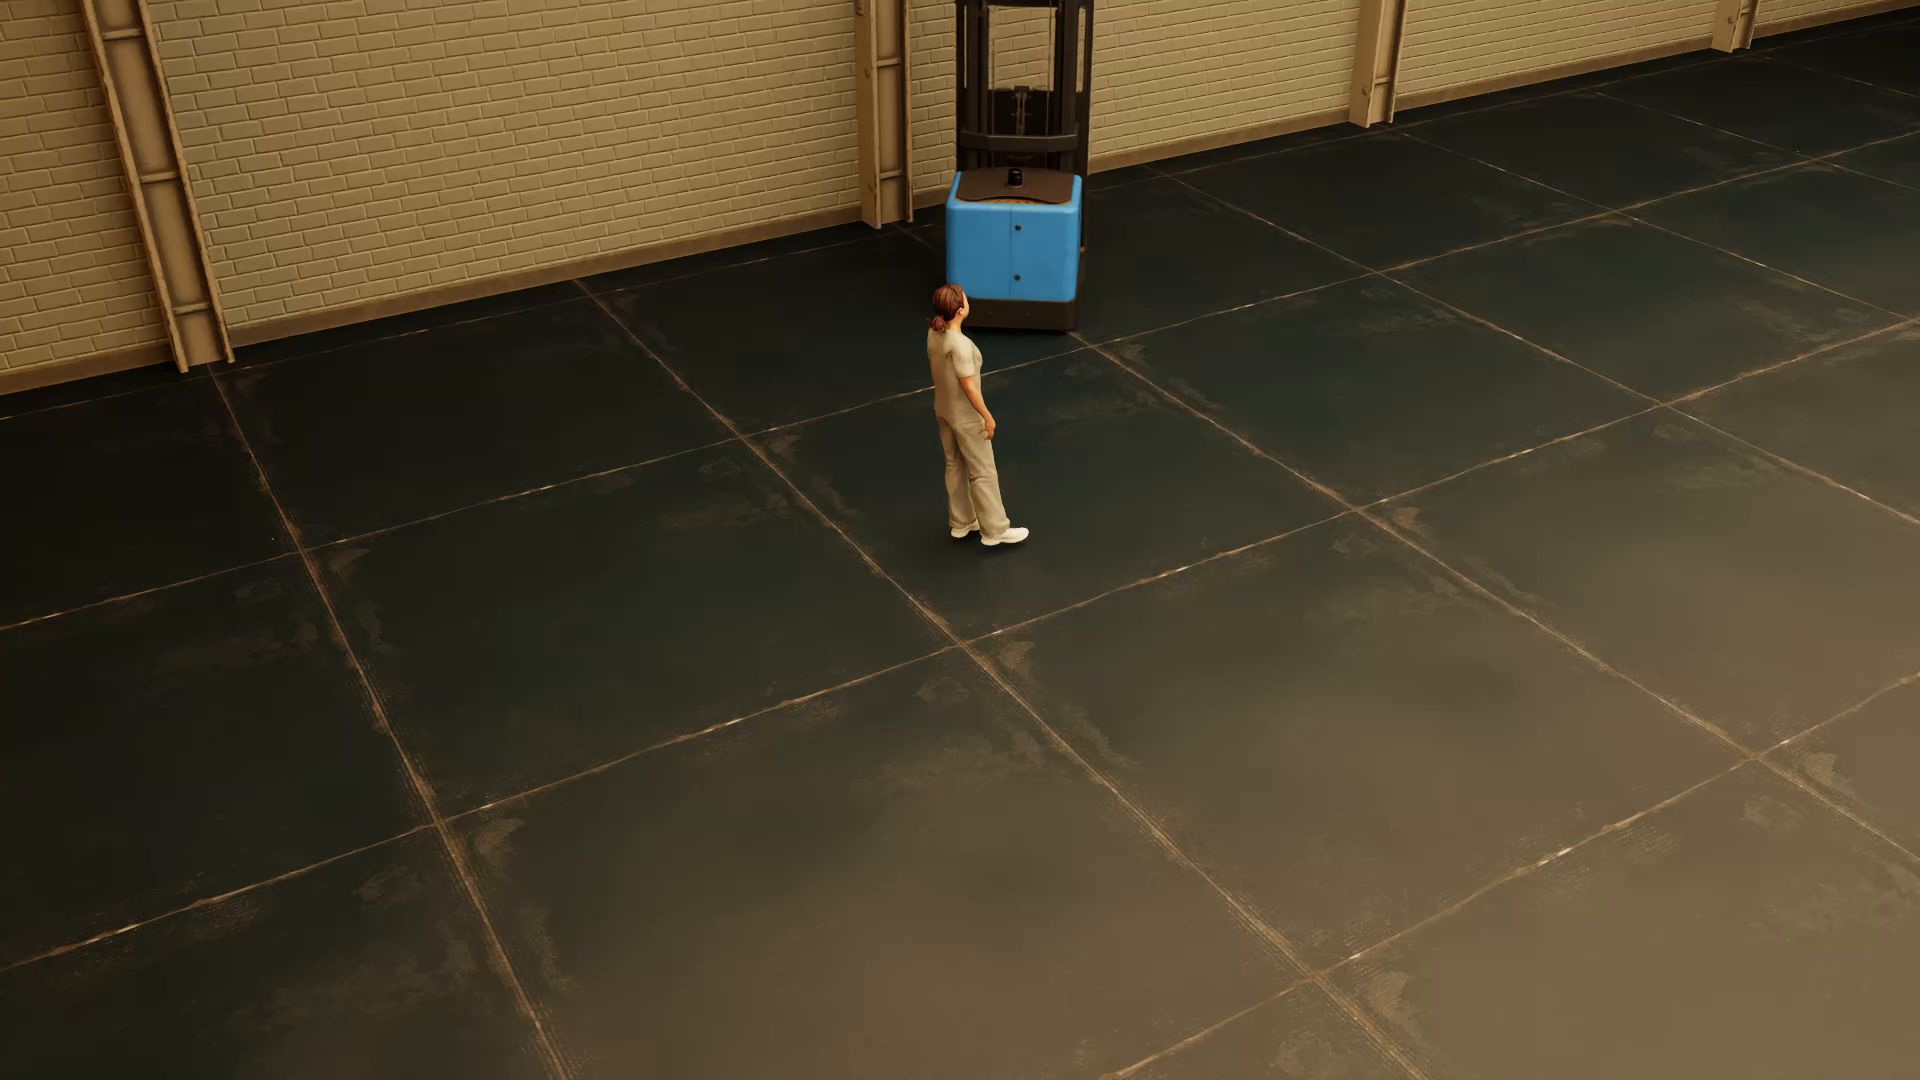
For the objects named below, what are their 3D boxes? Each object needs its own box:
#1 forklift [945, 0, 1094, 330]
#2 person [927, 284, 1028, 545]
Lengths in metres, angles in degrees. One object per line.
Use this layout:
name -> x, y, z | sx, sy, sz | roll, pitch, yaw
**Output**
forklift -> 0.538, -3.646, 13.735 | 1.130, 2.935, 3.031 | 3, 31, 5
person -> 0.077, -0.775, 10.071 | 0.533, 1.675, 0.549 | -17, 35, -26
